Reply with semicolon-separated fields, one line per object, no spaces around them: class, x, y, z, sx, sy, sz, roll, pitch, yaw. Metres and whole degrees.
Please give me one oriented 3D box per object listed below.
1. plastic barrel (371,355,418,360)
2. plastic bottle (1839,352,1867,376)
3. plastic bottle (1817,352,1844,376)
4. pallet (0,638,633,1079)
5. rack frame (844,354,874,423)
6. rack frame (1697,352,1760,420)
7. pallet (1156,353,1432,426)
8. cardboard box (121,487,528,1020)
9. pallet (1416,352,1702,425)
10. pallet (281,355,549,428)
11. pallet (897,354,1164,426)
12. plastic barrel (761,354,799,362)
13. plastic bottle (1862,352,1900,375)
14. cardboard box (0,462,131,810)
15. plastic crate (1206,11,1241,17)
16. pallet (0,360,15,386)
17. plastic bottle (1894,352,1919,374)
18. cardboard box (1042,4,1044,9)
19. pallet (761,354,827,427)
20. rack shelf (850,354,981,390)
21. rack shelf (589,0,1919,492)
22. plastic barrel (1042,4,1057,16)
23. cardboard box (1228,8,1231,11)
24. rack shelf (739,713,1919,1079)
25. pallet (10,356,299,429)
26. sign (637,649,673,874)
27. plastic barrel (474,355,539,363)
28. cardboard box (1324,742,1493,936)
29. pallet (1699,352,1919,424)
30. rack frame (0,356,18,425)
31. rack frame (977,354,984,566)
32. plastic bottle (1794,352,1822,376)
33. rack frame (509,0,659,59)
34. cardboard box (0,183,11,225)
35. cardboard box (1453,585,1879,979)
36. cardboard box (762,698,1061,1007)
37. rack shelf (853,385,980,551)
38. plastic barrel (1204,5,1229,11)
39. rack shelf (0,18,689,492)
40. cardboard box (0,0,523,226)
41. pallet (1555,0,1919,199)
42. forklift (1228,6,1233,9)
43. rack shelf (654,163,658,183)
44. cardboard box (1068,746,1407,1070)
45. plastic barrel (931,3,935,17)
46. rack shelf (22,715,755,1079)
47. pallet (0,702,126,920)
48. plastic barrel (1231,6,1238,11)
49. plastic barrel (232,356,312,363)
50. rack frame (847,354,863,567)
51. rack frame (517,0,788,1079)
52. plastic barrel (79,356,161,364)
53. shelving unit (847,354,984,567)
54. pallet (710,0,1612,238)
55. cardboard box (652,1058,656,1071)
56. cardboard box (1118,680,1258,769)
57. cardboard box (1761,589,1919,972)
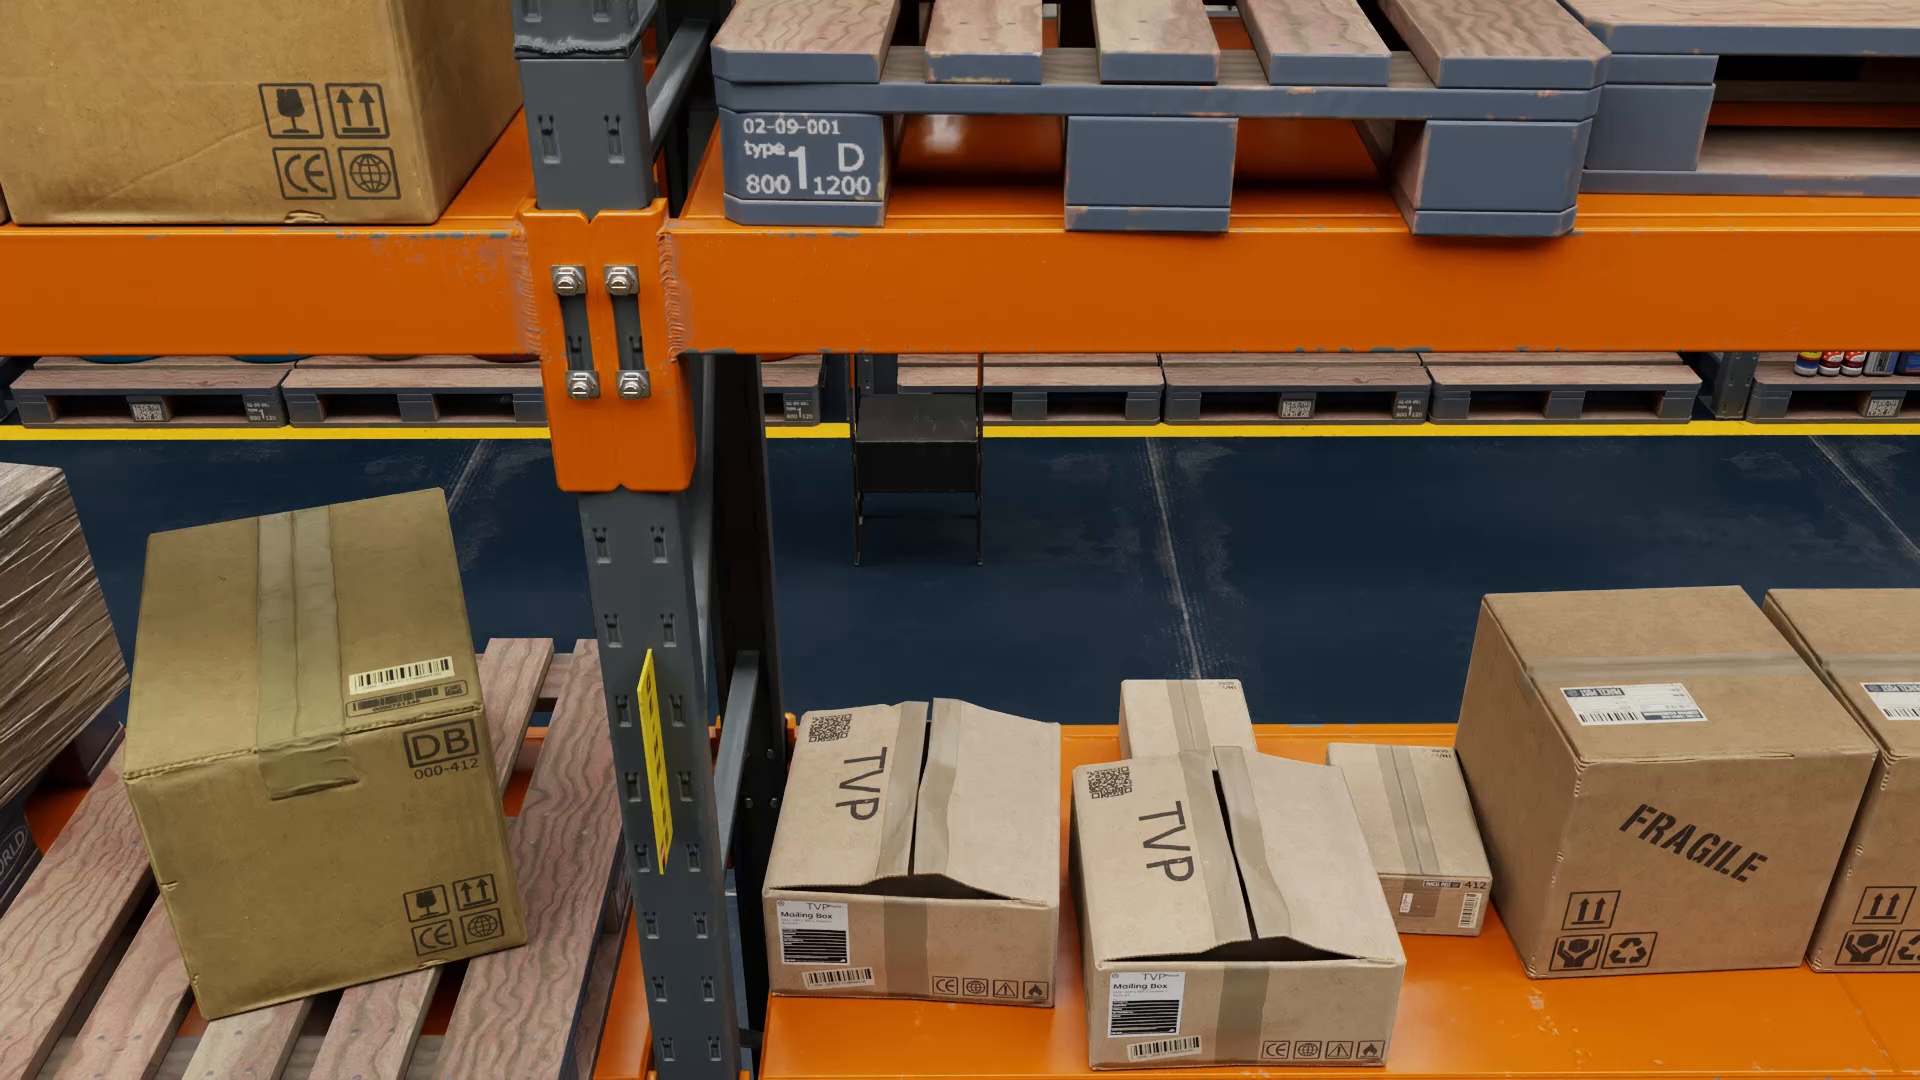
plastic barrel;-2.643;-1.134;7.721;0.421;0.512;0.421;0;31;0
plastic bottle;4.064;-0.858;7.547;0.097;0.201;0.097;0;31;0
plastic bottle;3.963;-0.858;7.546;0.097;0.201;0.097;0;31;0
pallet;-1.111;0.610;3.038;1.003;0.211;1.213;0;31;0
rack frame;-0.460;-2.080;7.286;0.127;3.000;1.000;0;31;0
rack frame;3.540;-2.092;7.307;0.127;3.000;1.000;0;31;0
pallet;1.532;-0.872;7.984;1.213;0.211;1.003;0;31;0
cardboard box;-1.063;0.328;2.817;0.500;0.500;0.700;-11;33;-17
pallet;2.755;-0.878;7.993;1.213;0.211;1.003;0;31;0
pallet;-2.465;-0.861;7.966;1.213;0.211;1.003;0;31;0
pallet;0.315;-0.870;7.981;1.213;0.211;1.003;0;31;0
plastic barrel;-0.949;-1.321;7.723;0.708;0.830;0.600;0;31;0
plastic bottle;4.184;-0.905;7.551;0.135;0.276;0.152;1;31;2
cardboard box;-1.979;0.231;2.976;0.500;0.500;0.700;6;32;9
plastic crate;1.158;-1.954;7.017;0.583;0.464;0.402;0;31;0
pallet;-5.195;-0.853;7.952;1.213;0.211;1.003;0;31;0
plastic bottle;4.349;-0.935;7.529;0.185;0.351;0.144;1;31;1
cardboard box;0.734;-3.789;12.089;0.500;0.500;0.700;-3;31;-4
pallet;-1.248;-0.864;7.970;1.213;0.211;1.003;0;31;0
rack shelf;-0.166;-0.886;6.212;0.480;0.518;0.431;0;31;0
rack shelf;1.566;-0.492;2.470;4.000;0.370;1.077;0;31;0
plastic barrel;0.567;-2.242;7.445;0.421;0.512;0.421;0;31;0
cardboard box;1.859;-3.797;12.101;0.500;0.500;0.700;-3;31;-5
rack shelf;1.566;0.791;3.249;4.000;0.370;1.077;0;31;0
pallet;-3.688;-0.856;7.957;1.213;0.211;1.003;0;31;0
sign;-0.421;0.310;2.308;0.005;0.325;0.100;0;31;0
plastic barrel;-2.079;-1.215;7.780;0.708;0.588;0.600;0;31;0
cardboard box;0.841;0.564;3.171;0.250;0.149;0.380;2;31;3
pallet;4.212;-0.881;7.998;1.213;0.211;1.003;0;31;0
rack frame;-4.460;-2.067;7.266;0.127;3.000;1.000;0;31;0
rack frame;0.078;-0.898;6.206;0.015;2.100;0.400;0;31;0
plastic bottle;3.861;-0.888;7.527;0.097;0.271;0.097;0;31;0
rack frame;-0.434;-2.075;1.495;0.127;3.000;1.000;0;31;0
cardboard box;-1.380;-0.815;2.214;0.500;0.500;0.910;0;31;0
cardboard box;1.244;0.433;3.048;0.500;0.500;0.500;-2;31;-3
cardboard box;-0.070;0.549;3.039;0.500;0.311;0.500;2;31;3
rack shelf;-0.166;-0.287;6.575;0.480;0.518;0.431;0;31;0
plastic barrel;0.988;-2.243;7.447;0.421;0.512;0.421;0;31;0
rack shelf;-2.434;-0.479;2.450;4.000;0.370;1.077;0;31;0
cardboard box;-0.870;-0.817;2.217;0.500;0.500;0.910;0;31;0
pallet;1.362;-0.766;2.411;1.213;0.211;1.003;1;31;2
forklift;1.963;-3.046;8.946;3.031;2.935;1.130;23;38;33
rack shelf;-2.460;-1.766;7.463;4.000;0.370;1.077;0;31;0
cardboard box;0.461;0.625;2.914;0.500;0.311;0.500;-1;31;-1
plastic barrel;0.002;-2.297;7.513;0.708;0.536;0.600;0;31;0
rack shelf;-2.434;0.803;3.228;4.000;0.370;1.077;0;31;0
pallet;-2.379;0.580;3.087;1.213;0.211;1.003;0;31;0
plastic barrel;1.415;-2.258;7.448;0.433;0.535;0.433;0;31;0
plastic barrel;-3.208;-1.345;7.693;0.708;0.901;0.600;0;31;0
rack frame;-0.410;-0.896;6.203;0.015;2.100;0.400;0;31;0
rack frame;-0.434;0.489;3.052;0.127;3.000;1.000;0;31;0
plastic barrel;-3.916;-1.343;7.689;0.708;0.901;0.600;0;31;0
shelving unit;-0.166;-0.897;6.204;0.503;2.100;0.431;0;31;0
pallet;0.244;-0.761;2.402;1.003;0.211;1.213;1;31;2
cardboard box;-0.891;1.223;3.828;0.500;0.500;0.500;1;31;2
cardboard box;0.464;0.451;3.358;0.250;0.149;0.380;0;31;0
cardboard box;1.770;0.431;3.051;0.500;0.500;0.500;0;31;0
